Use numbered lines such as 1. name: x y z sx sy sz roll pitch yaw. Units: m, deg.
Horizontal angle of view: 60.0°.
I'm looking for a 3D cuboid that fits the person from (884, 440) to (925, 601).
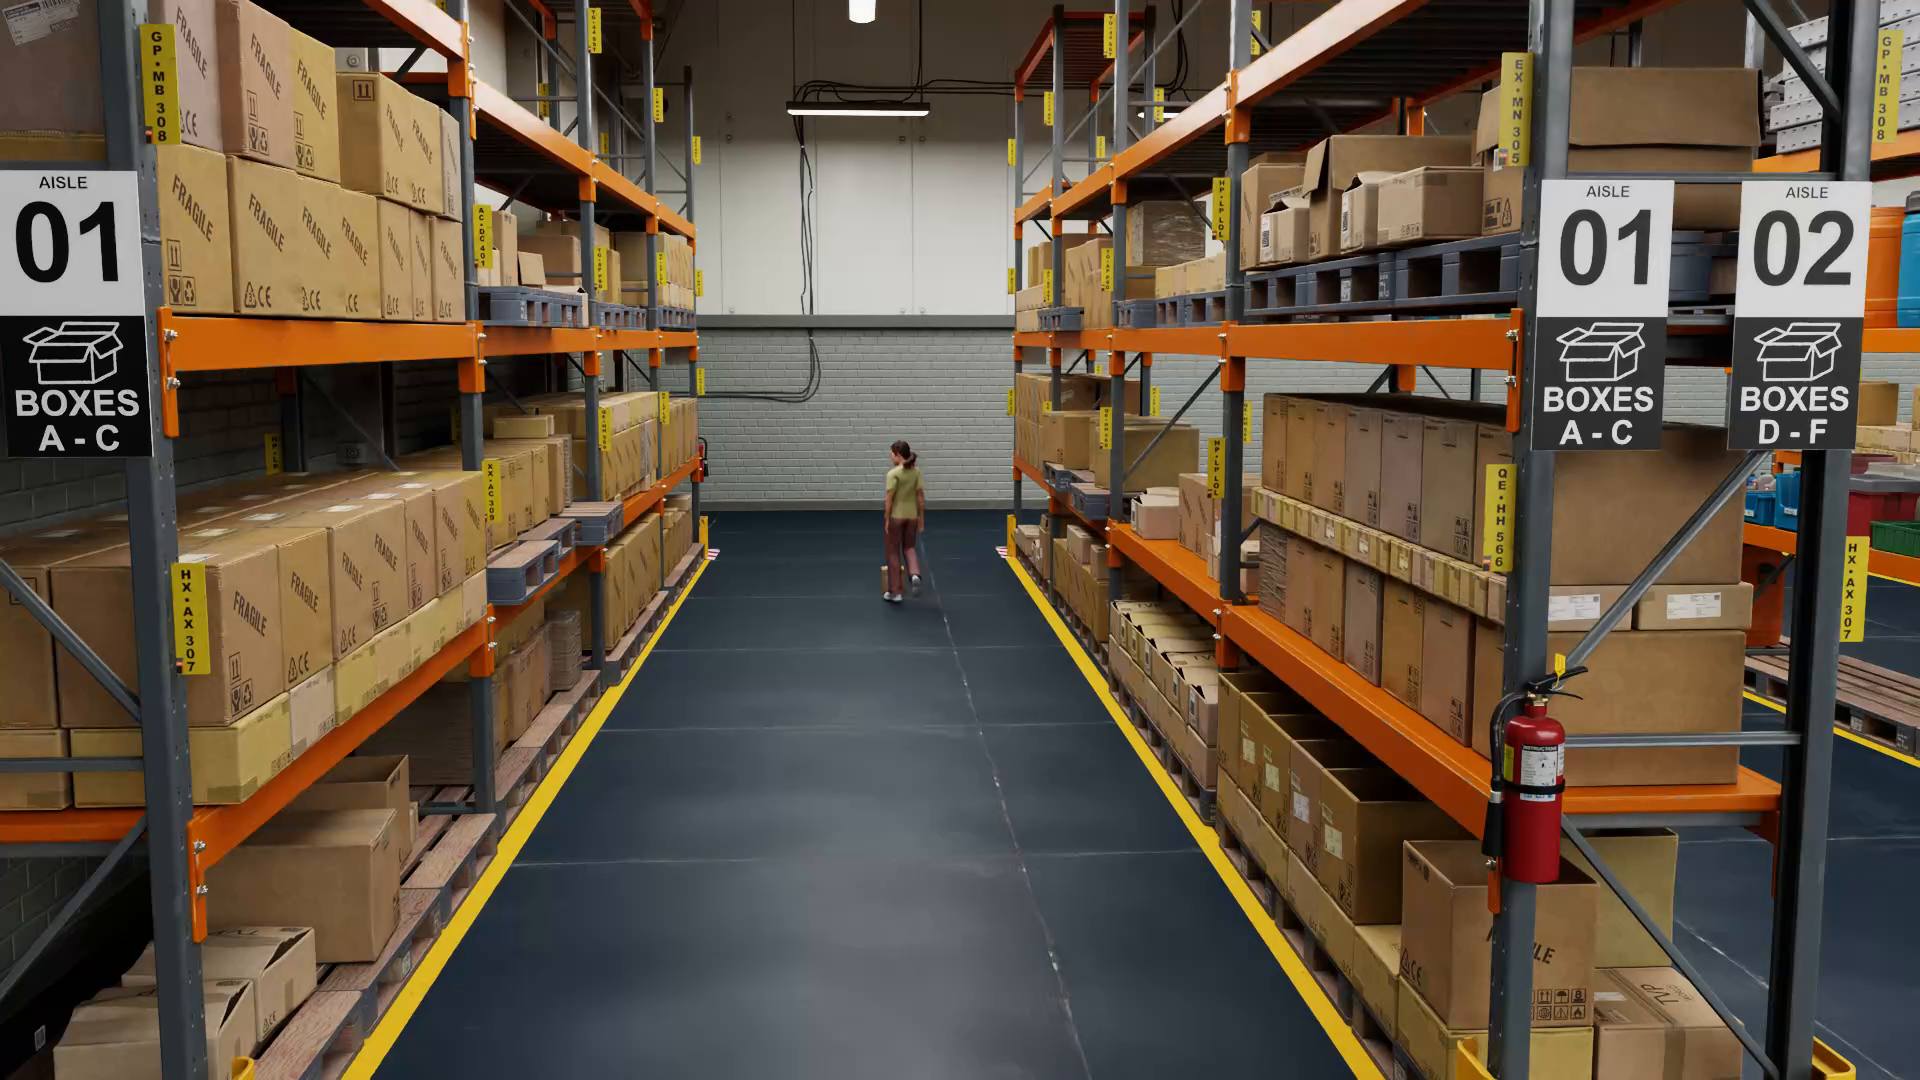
1. person: -0.606 -0.199 17.247 0.467 1.676 0.509 -4 8 -31
